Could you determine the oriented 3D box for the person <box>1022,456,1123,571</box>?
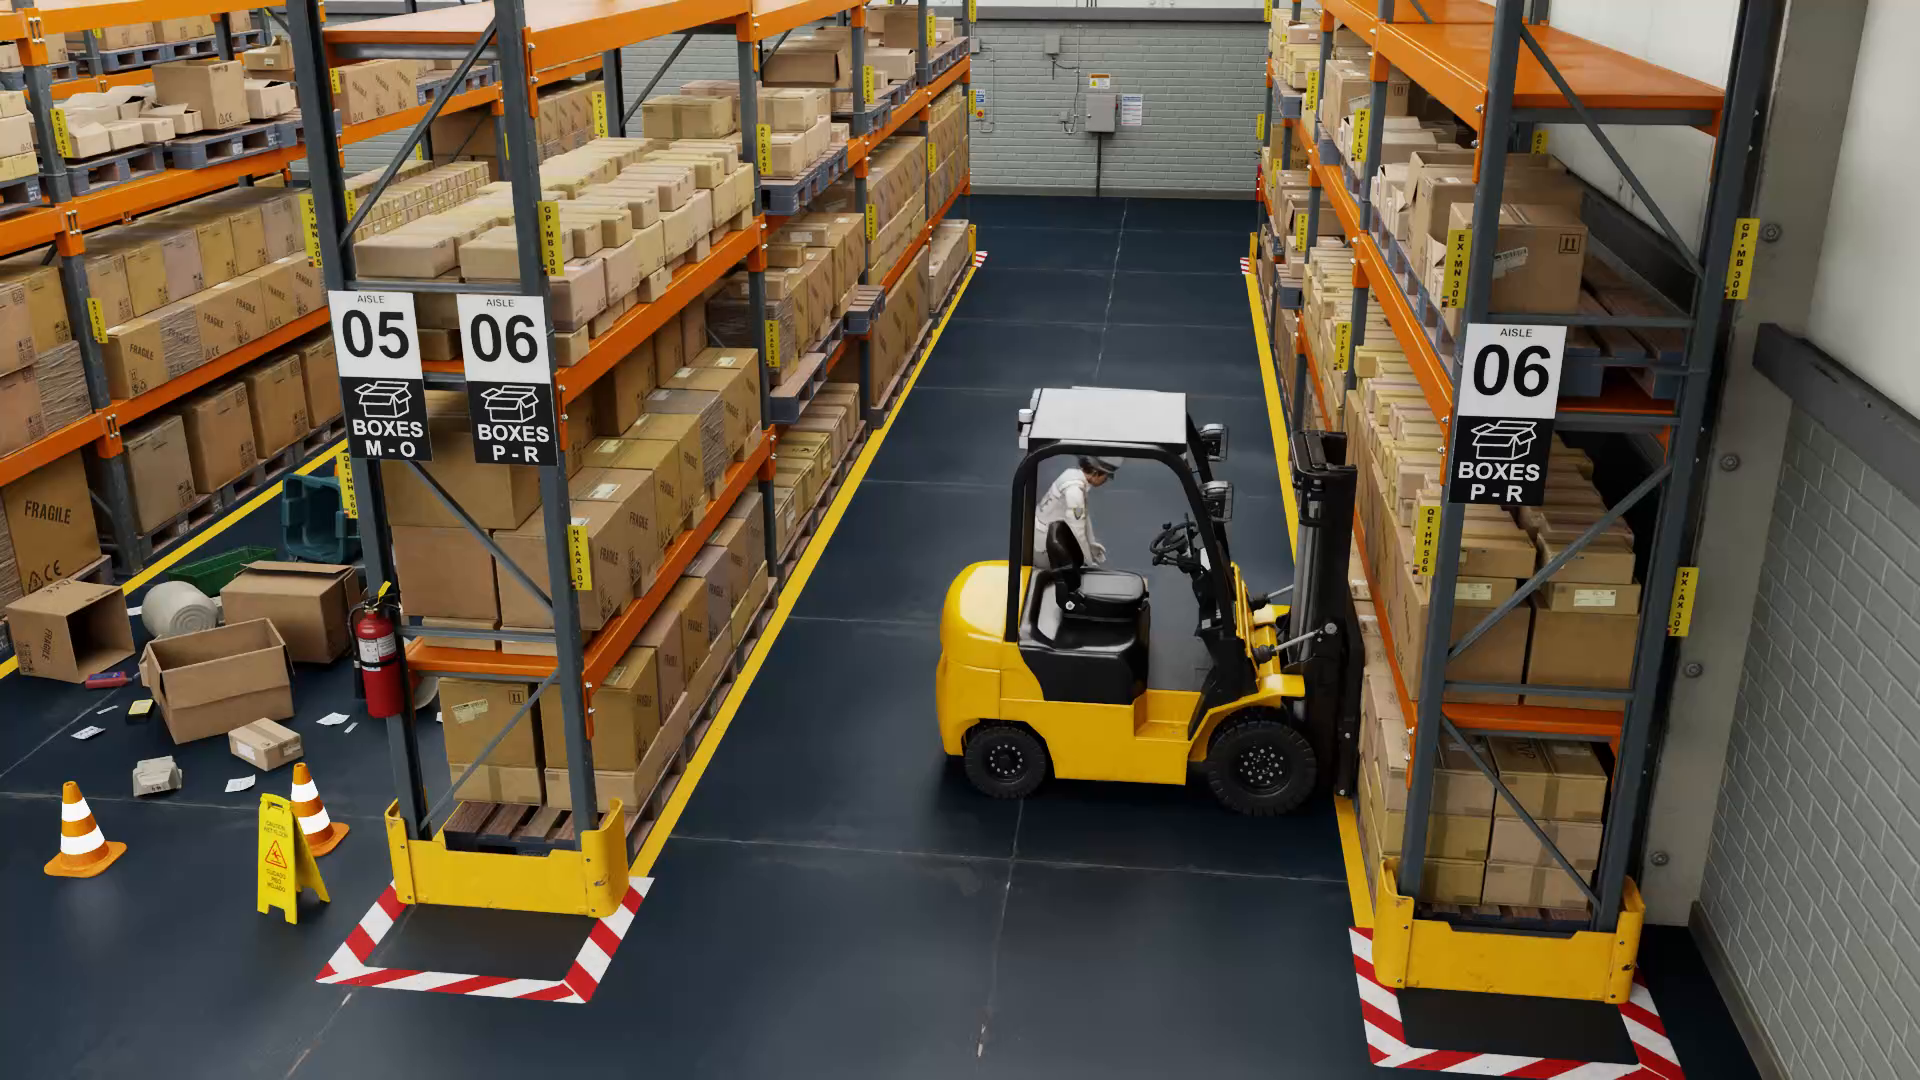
[{"bbox_3d":[0.748,0.040,11.316,0.673,1.430,0.534,3,21,7],"label":"person"}]
